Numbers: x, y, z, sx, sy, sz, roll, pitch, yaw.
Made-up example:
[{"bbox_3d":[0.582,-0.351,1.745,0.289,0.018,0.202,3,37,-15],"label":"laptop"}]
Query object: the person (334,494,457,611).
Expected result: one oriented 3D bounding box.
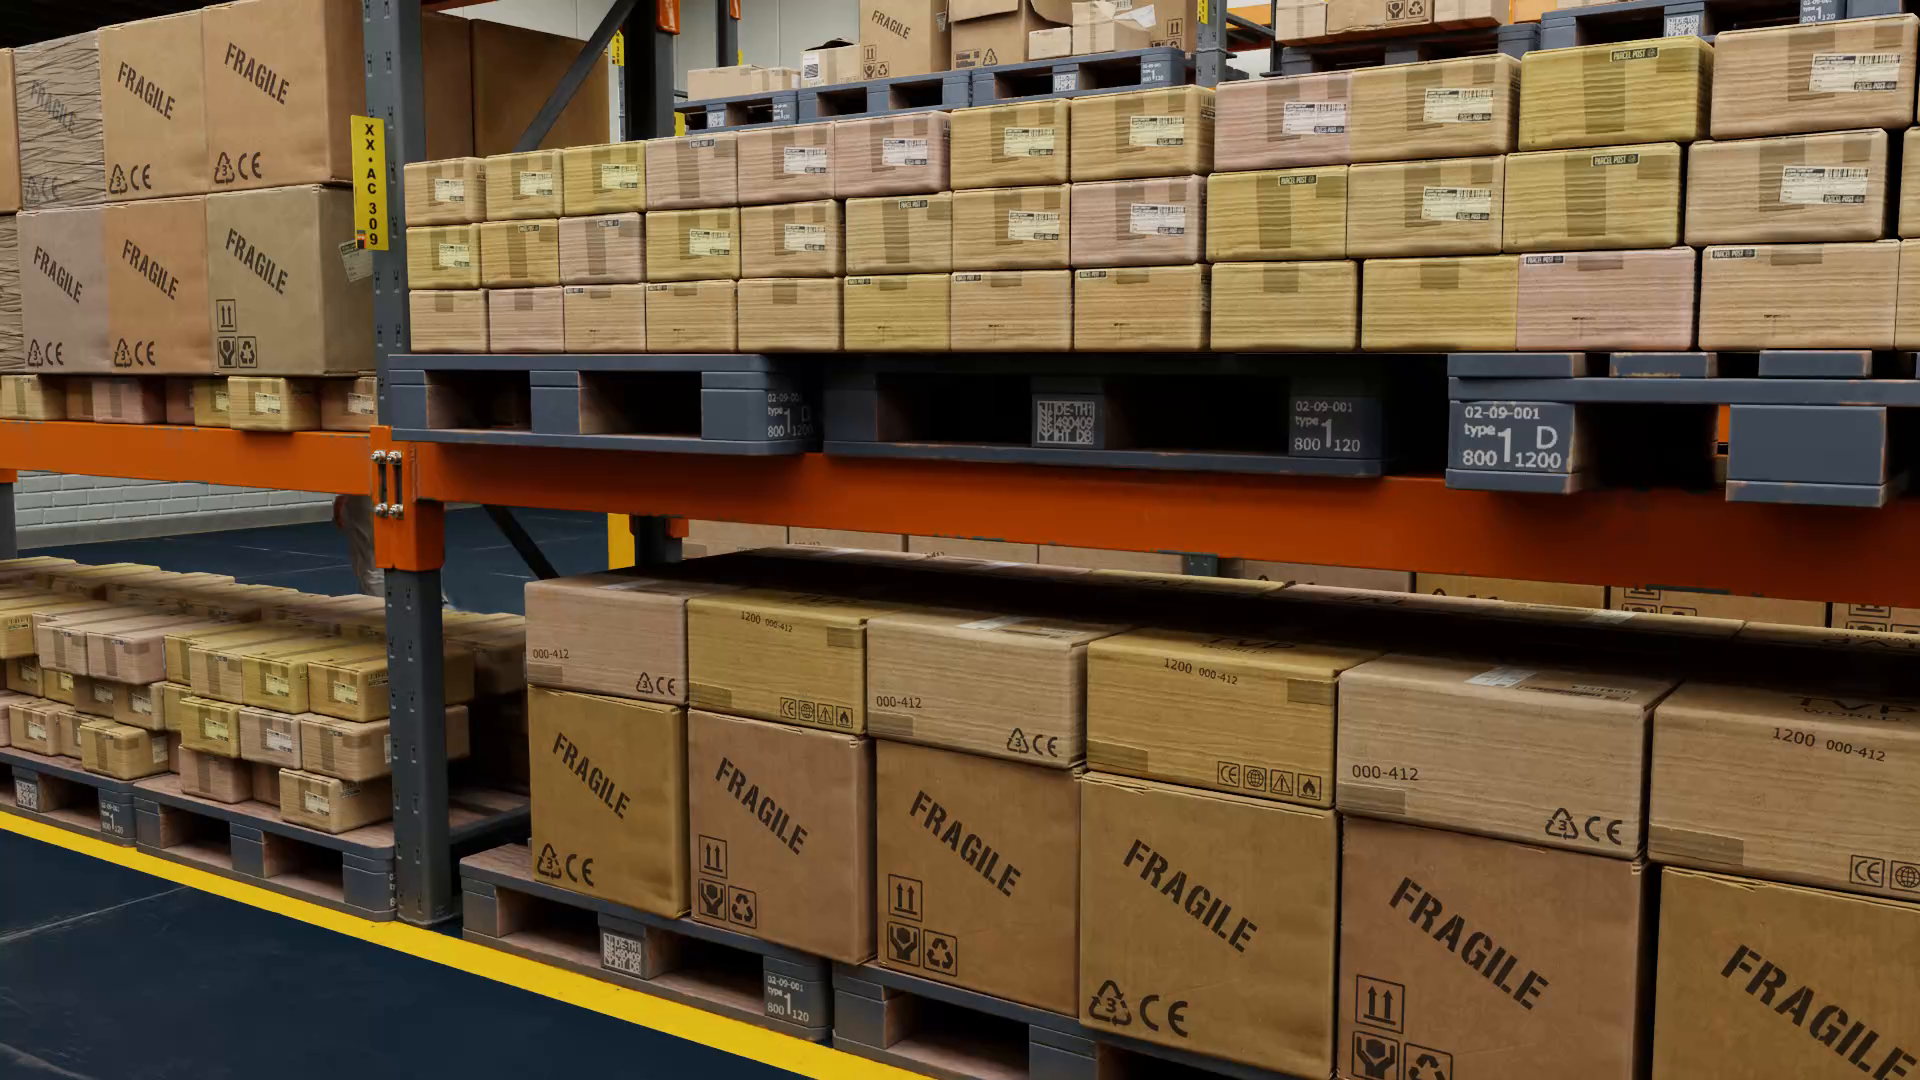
[{"bbox_3d":[-2.688,-0.264,7.882,0.552,1.757,0.579,4,7,30],"label":"person"}]
